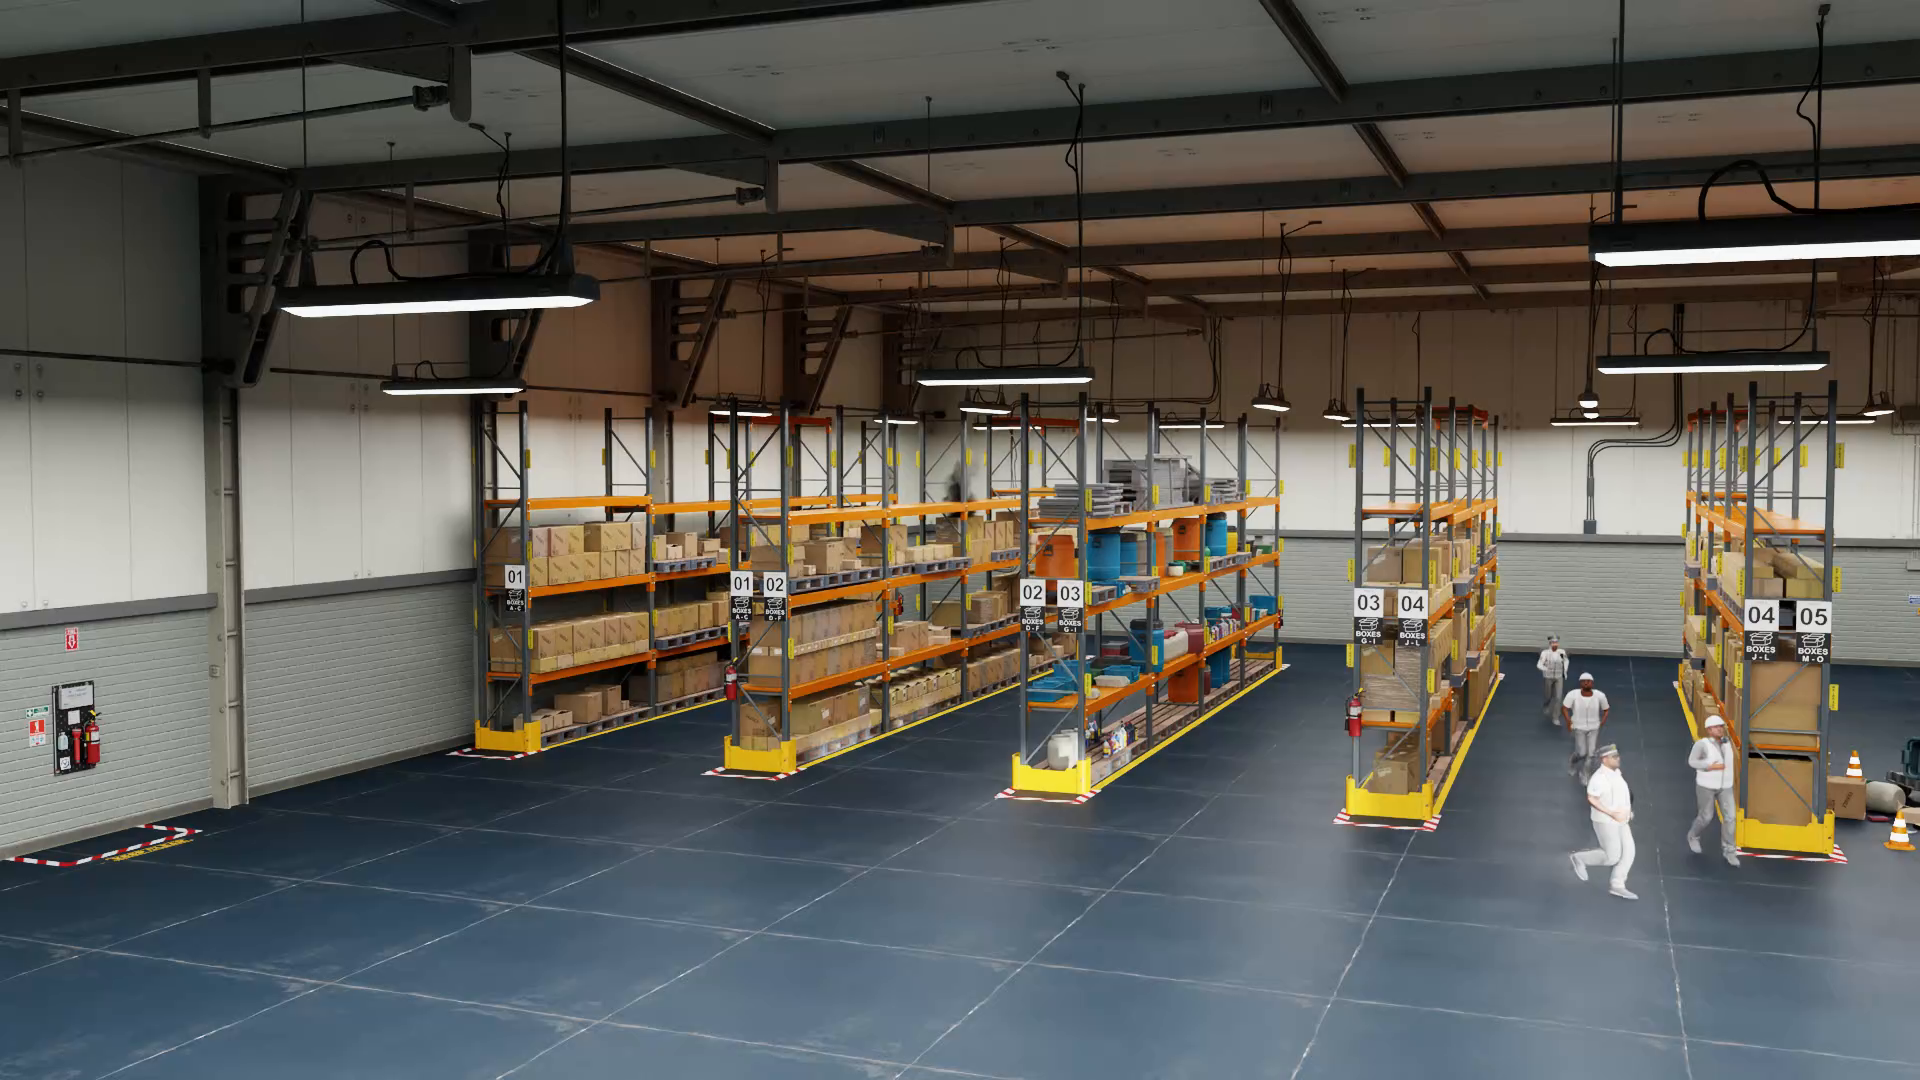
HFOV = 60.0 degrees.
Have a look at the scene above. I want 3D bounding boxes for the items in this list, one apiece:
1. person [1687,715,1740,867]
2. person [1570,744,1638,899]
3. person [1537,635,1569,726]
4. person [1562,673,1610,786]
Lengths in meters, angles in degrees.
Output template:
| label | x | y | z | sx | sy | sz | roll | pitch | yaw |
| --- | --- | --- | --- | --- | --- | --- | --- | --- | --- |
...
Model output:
| label | x | y | z | sx | sy | sz | roll | pitch | yaw |
| --- | --- | --- | --- | --- | --- | --- | --- | --- | --- |
| person | 9.414 | 3.097 | 20.781 | 0.666 | 1.820 | 0.825 | 0 | 3 | -5 |
| person | 7.439 | 3.205 | 19.122 | 0.663 | 1.757 | 0.752 | -3 | 4 | -43 |
| person | 11.261 | 2.626 | 31.570 | 0.600 | 1.681 | 0.892 | 1 | 3 | 11 |
| person | 9.626 | 2.899 | 25.539 | 0.687 | 1.731 | 0.618 | 1 | 3 | 12 |
